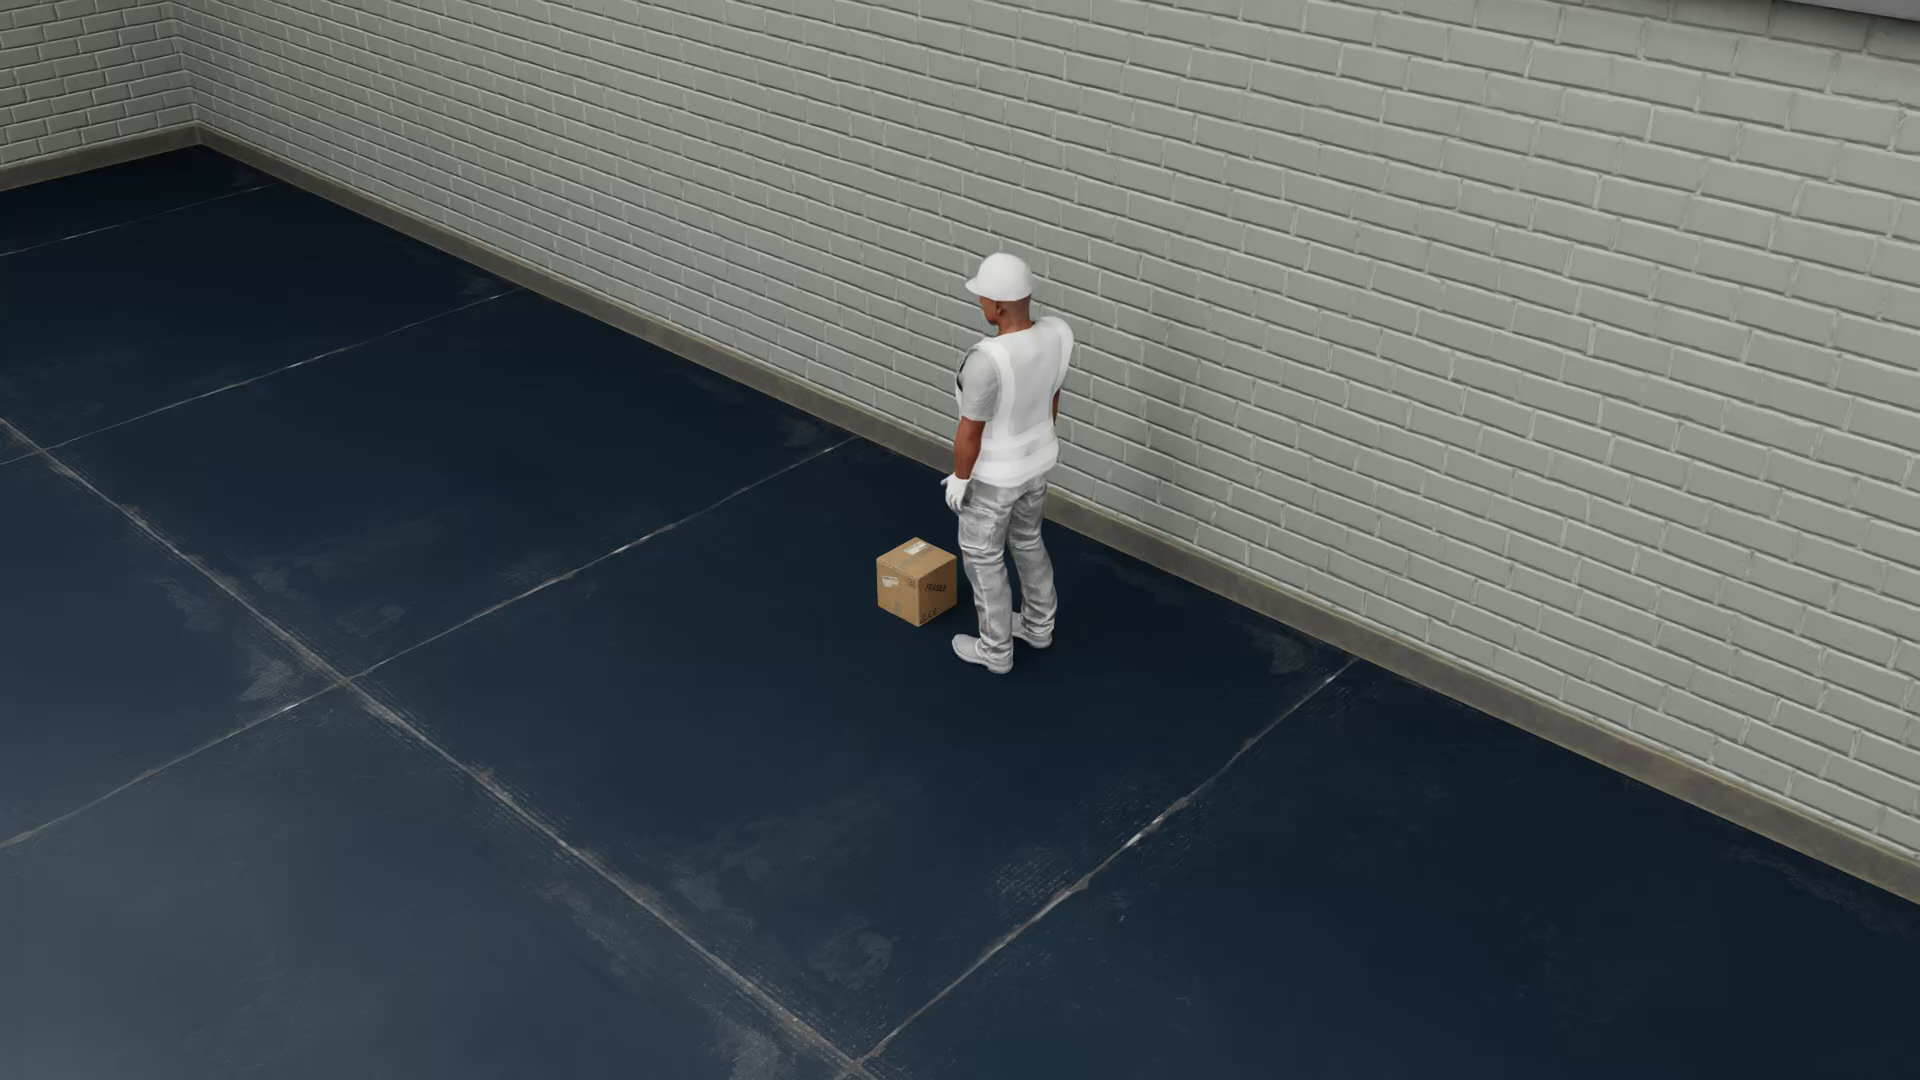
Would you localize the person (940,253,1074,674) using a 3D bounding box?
[{"bbox_3d":[0.178,-0.292,6.604,0.354,1.777,0.548,26,40,36],"label":"person"}]
